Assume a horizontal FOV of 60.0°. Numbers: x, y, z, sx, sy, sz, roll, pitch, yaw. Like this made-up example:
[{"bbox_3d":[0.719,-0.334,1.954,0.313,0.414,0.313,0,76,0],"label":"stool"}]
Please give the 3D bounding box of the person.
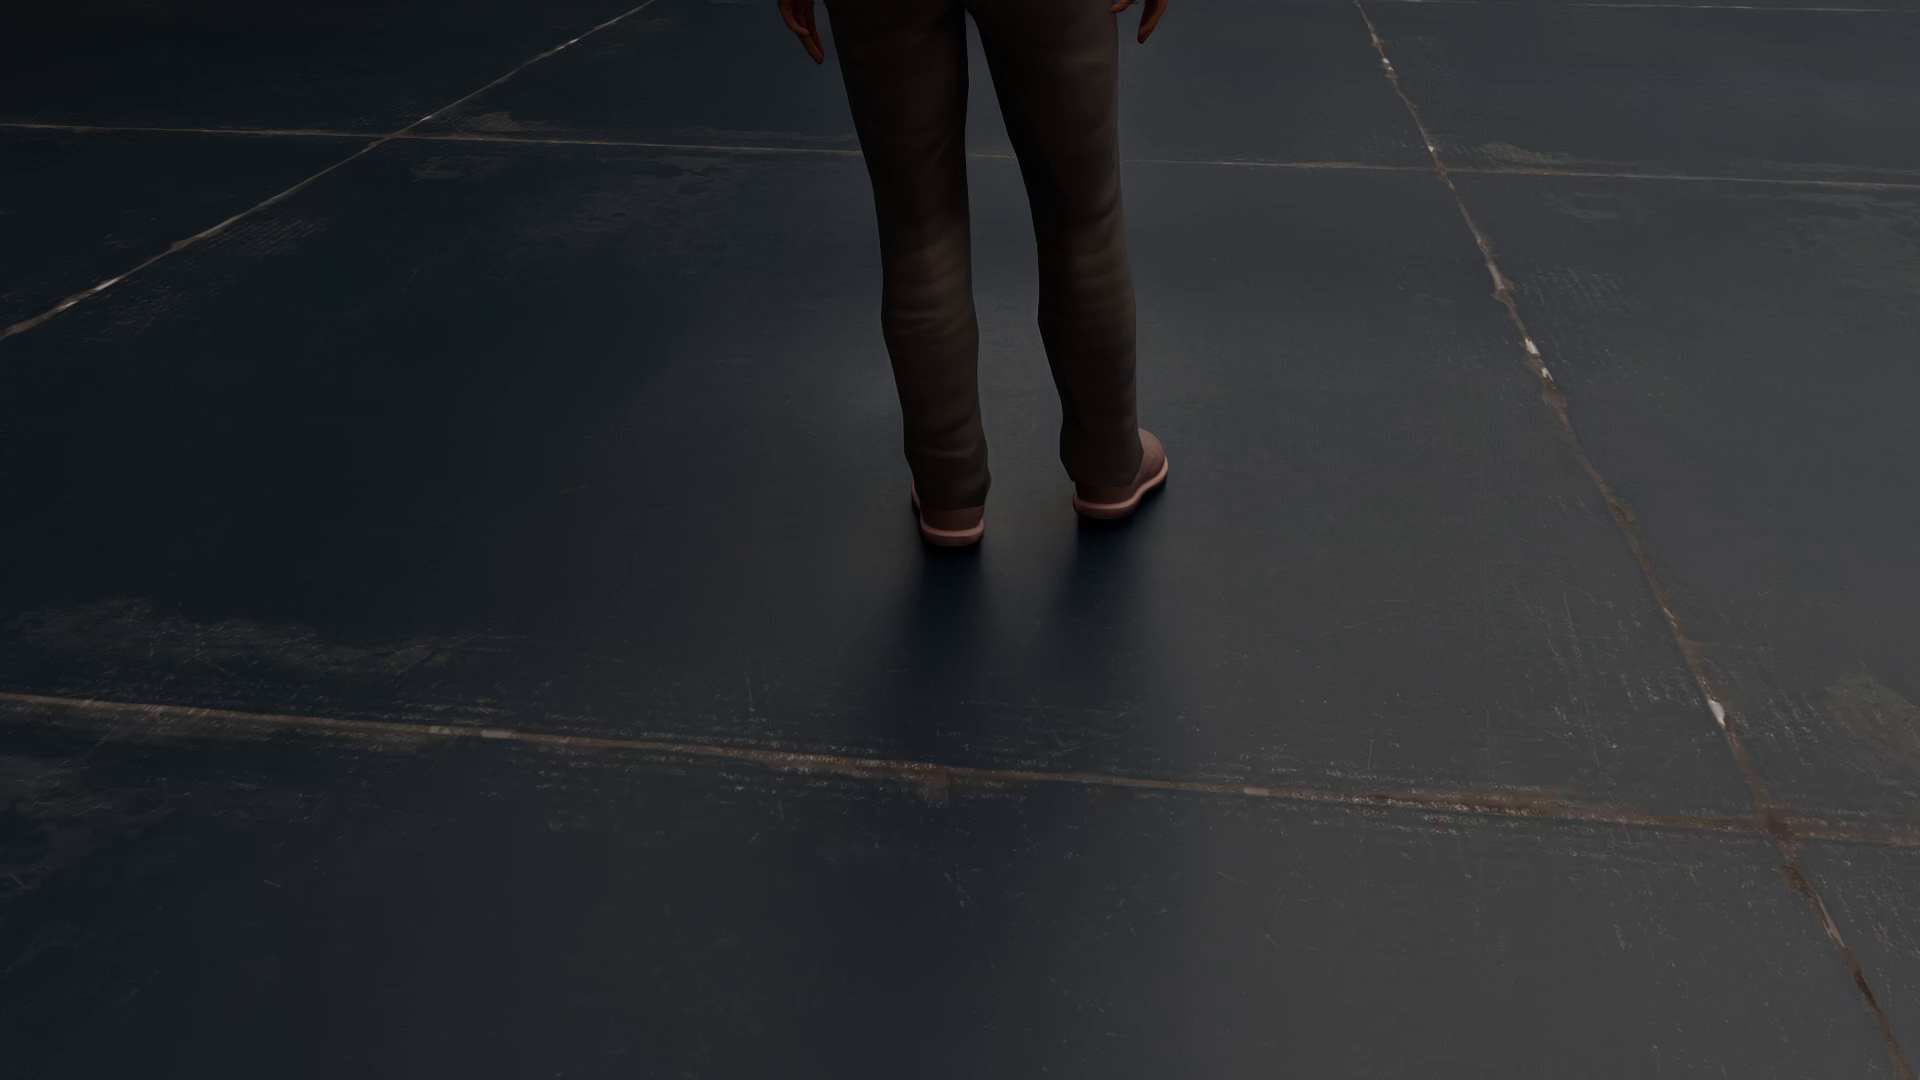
[{"bbox_3d":[0.031,-0.784,2.203,0.570,1.656,0.503,3,27,7],"label":"person"}]
